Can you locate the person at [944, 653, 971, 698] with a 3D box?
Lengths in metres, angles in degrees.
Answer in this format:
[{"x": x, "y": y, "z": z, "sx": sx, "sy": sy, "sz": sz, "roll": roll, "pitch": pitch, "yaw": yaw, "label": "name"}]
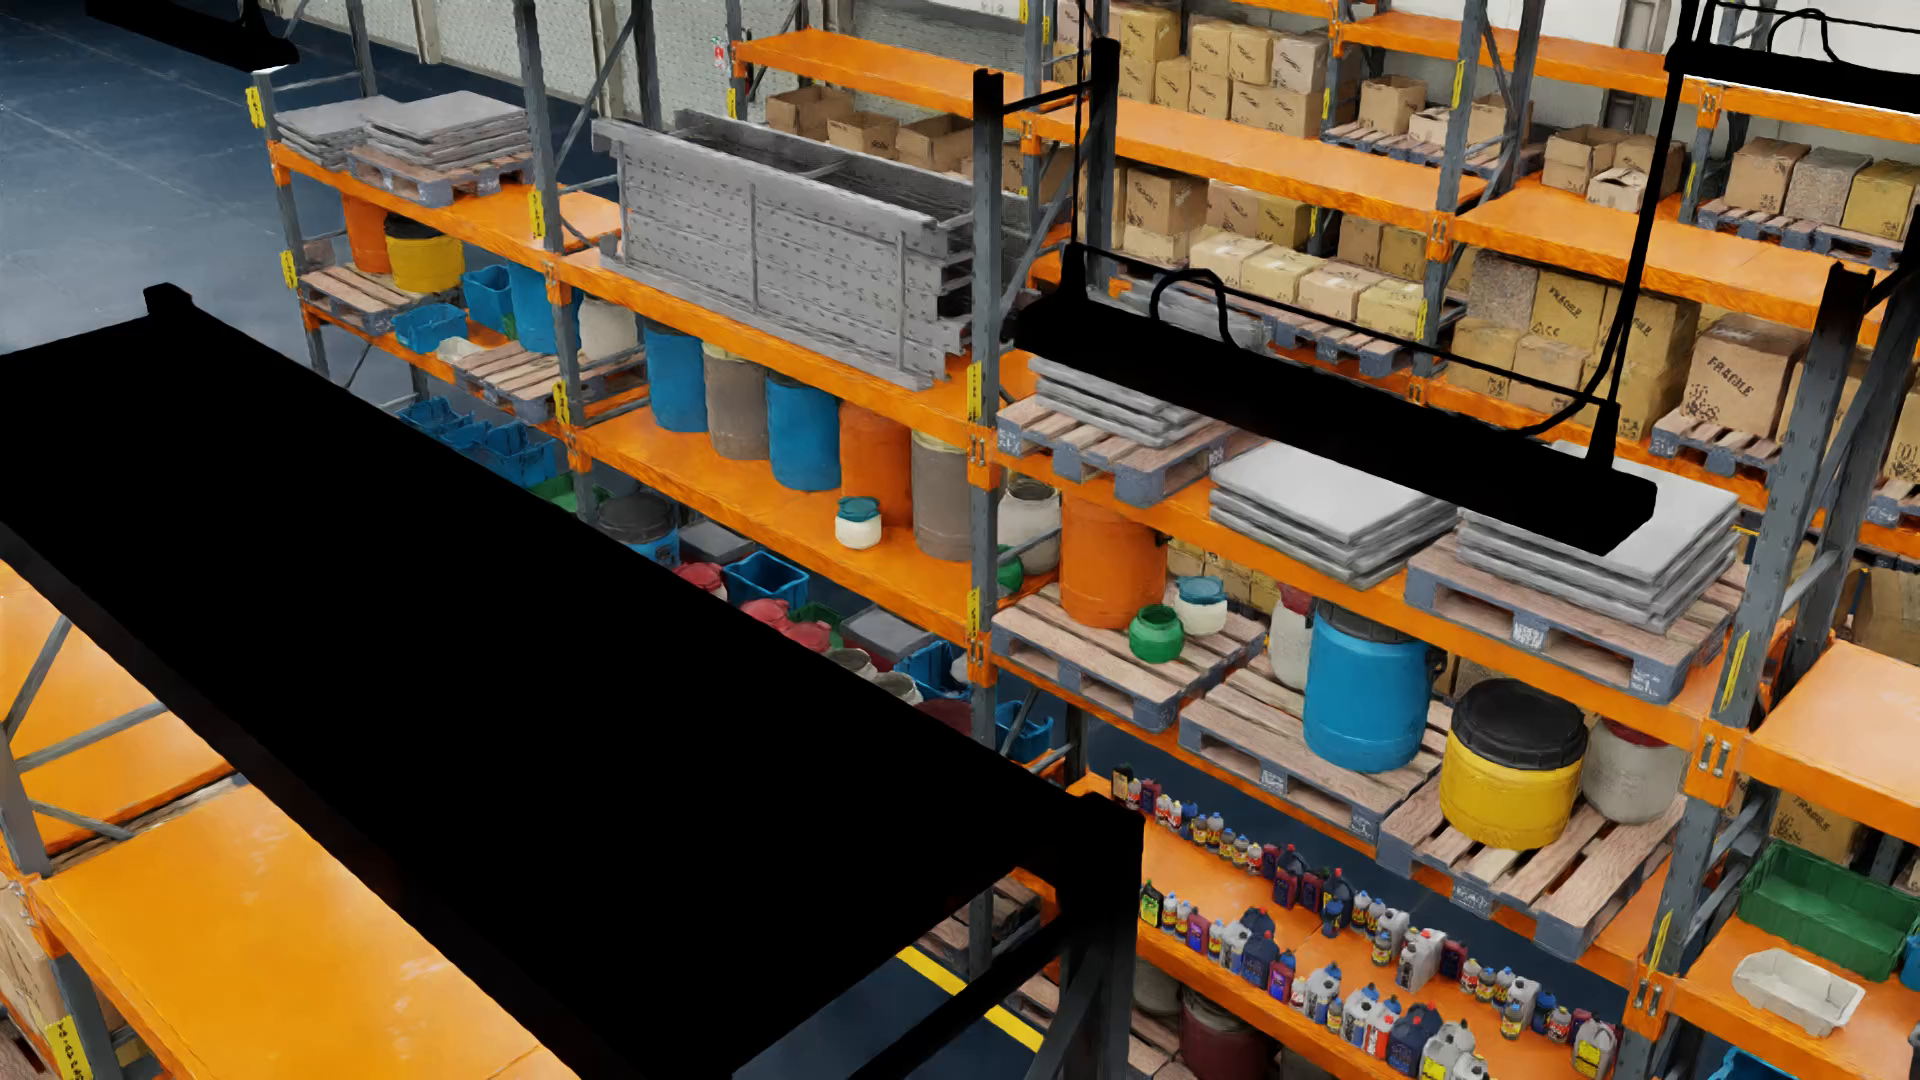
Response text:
[{"x": -0.002, "y": 1.539, "z": 11.803, "sx": 0.657, "sy": 1.682, "sz": 0.578, "roll": 3, "pitch": 29, "yaw": 5, "label": "person"}]
